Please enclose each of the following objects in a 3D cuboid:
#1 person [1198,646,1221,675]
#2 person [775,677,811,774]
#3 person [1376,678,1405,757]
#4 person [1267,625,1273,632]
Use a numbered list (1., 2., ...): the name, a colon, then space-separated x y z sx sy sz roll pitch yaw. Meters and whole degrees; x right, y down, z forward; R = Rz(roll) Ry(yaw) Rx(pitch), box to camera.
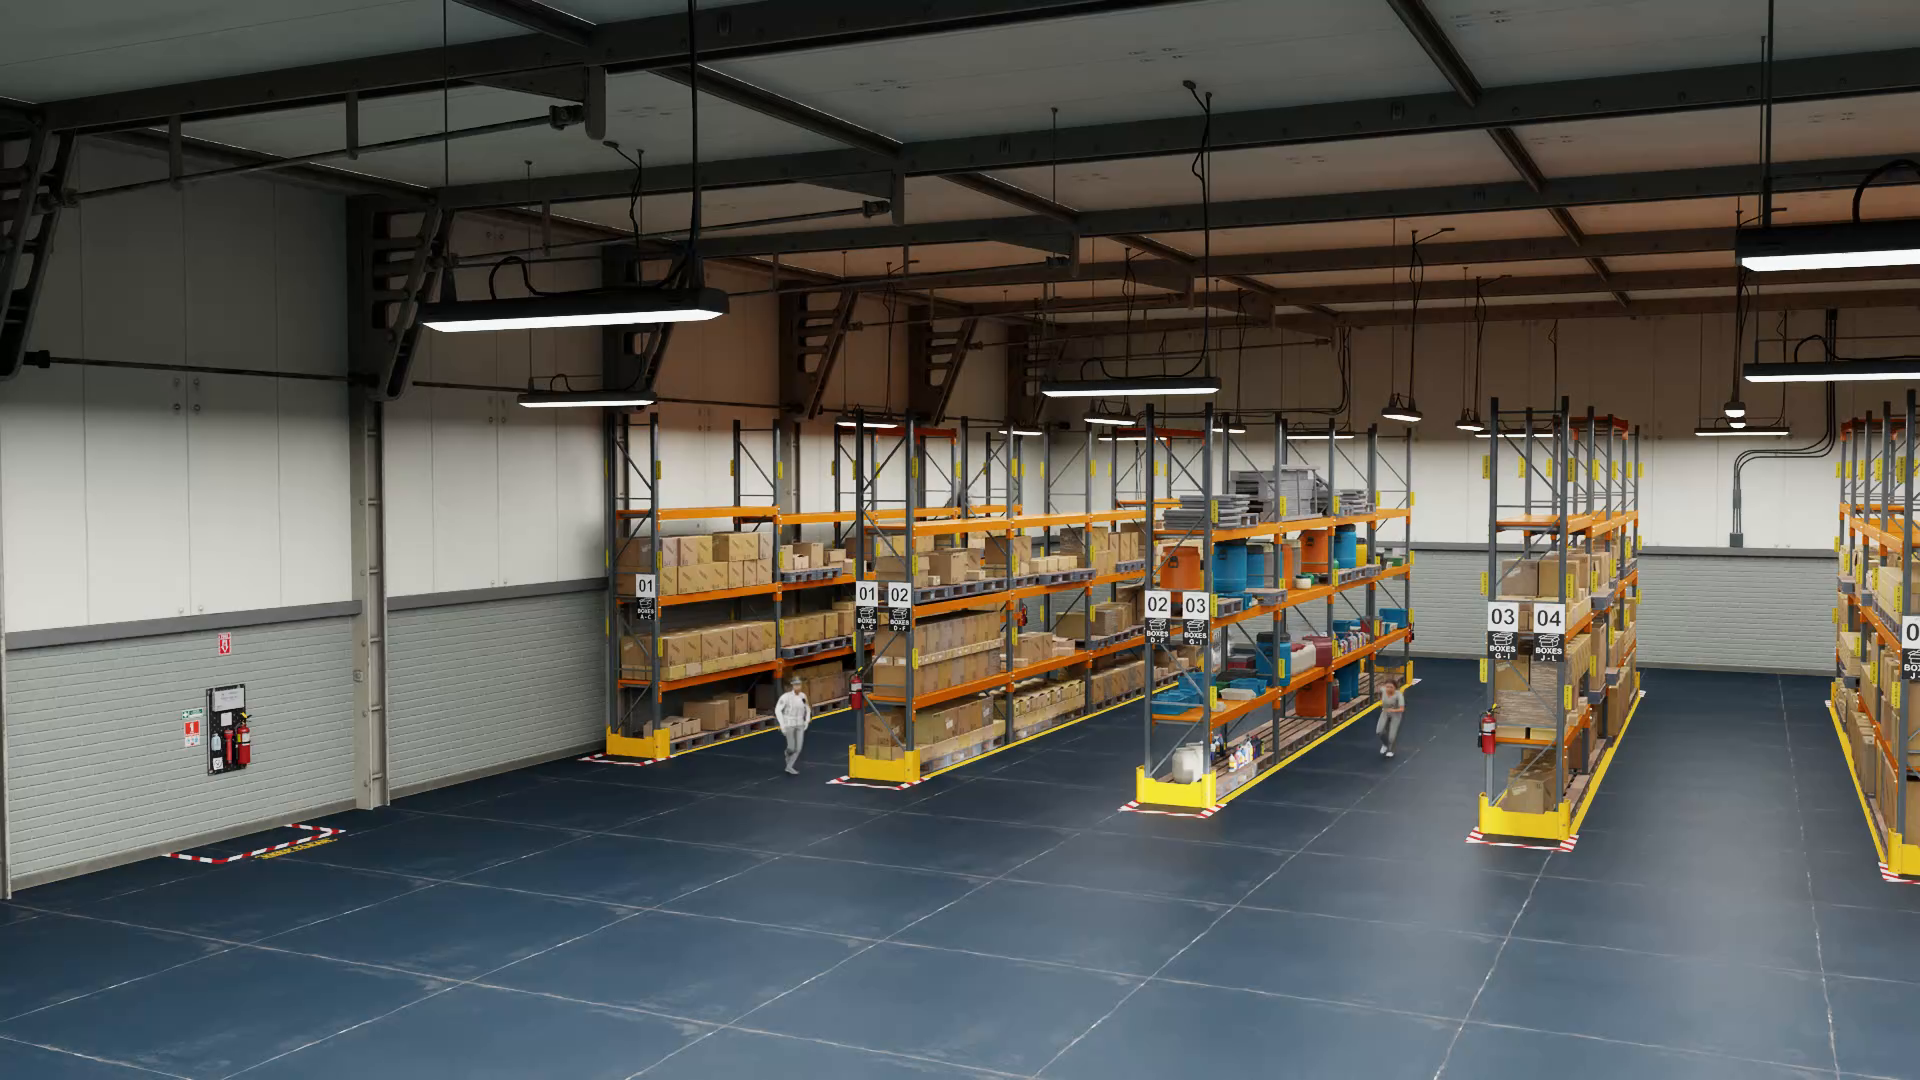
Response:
1. person: 5.190 2.800 34.231 0.609 1.521 1.049 2 3 38
2. person: -2.751 3.045 27.399 0.626 1.618 0.519 -1 3 -26
3. person: 7.430 3.068 28.682 0.562 1.431 0.948 1 3 30
4. person: 6.733 2.688 35.955 0.566 1.693 0.675 1 3 29
